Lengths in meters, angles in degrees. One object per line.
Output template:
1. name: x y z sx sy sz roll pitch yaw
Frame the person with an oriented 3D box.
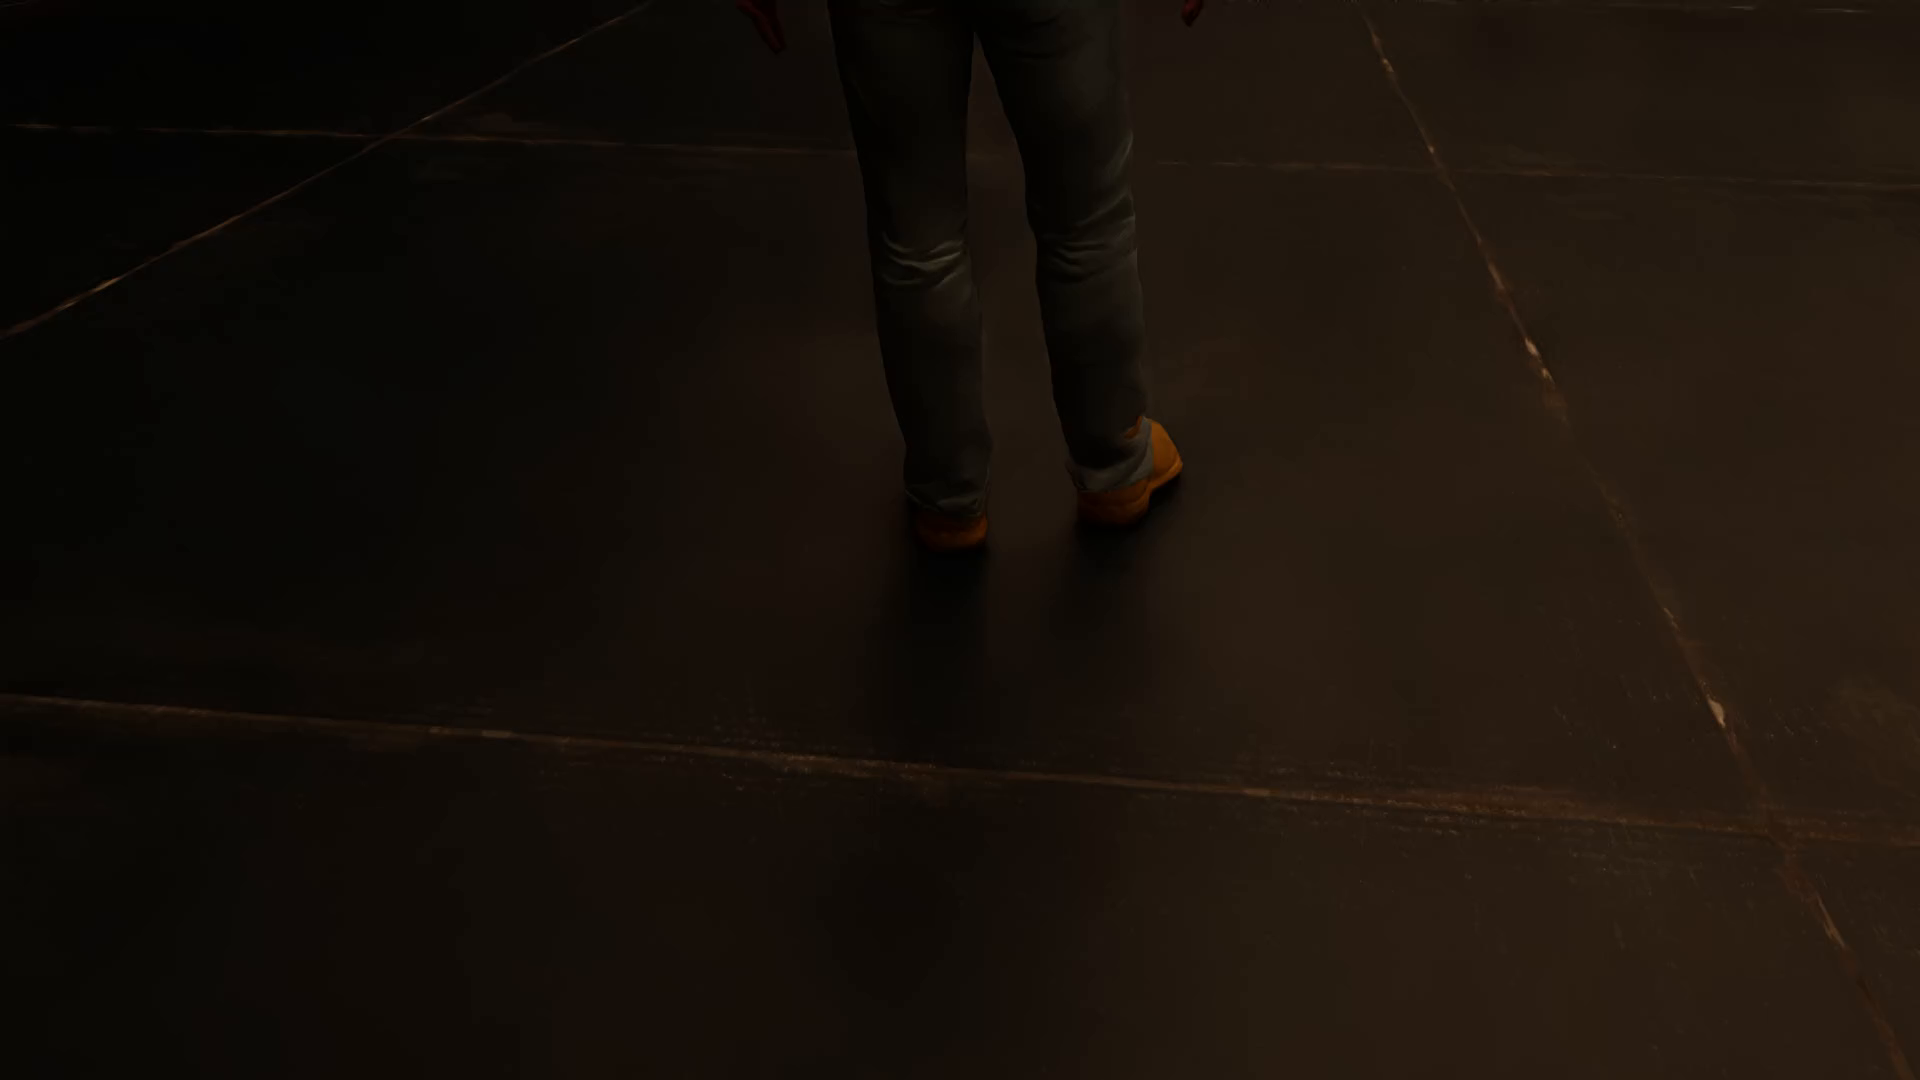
1. person: 0.015 -0.827 2.164 0.665 1.766 0.576 3 27 7

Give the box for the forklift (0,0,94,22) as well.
1. forklift: -3.973 -2.587 4.402 1.130 2.935 3.031 13 29 24
